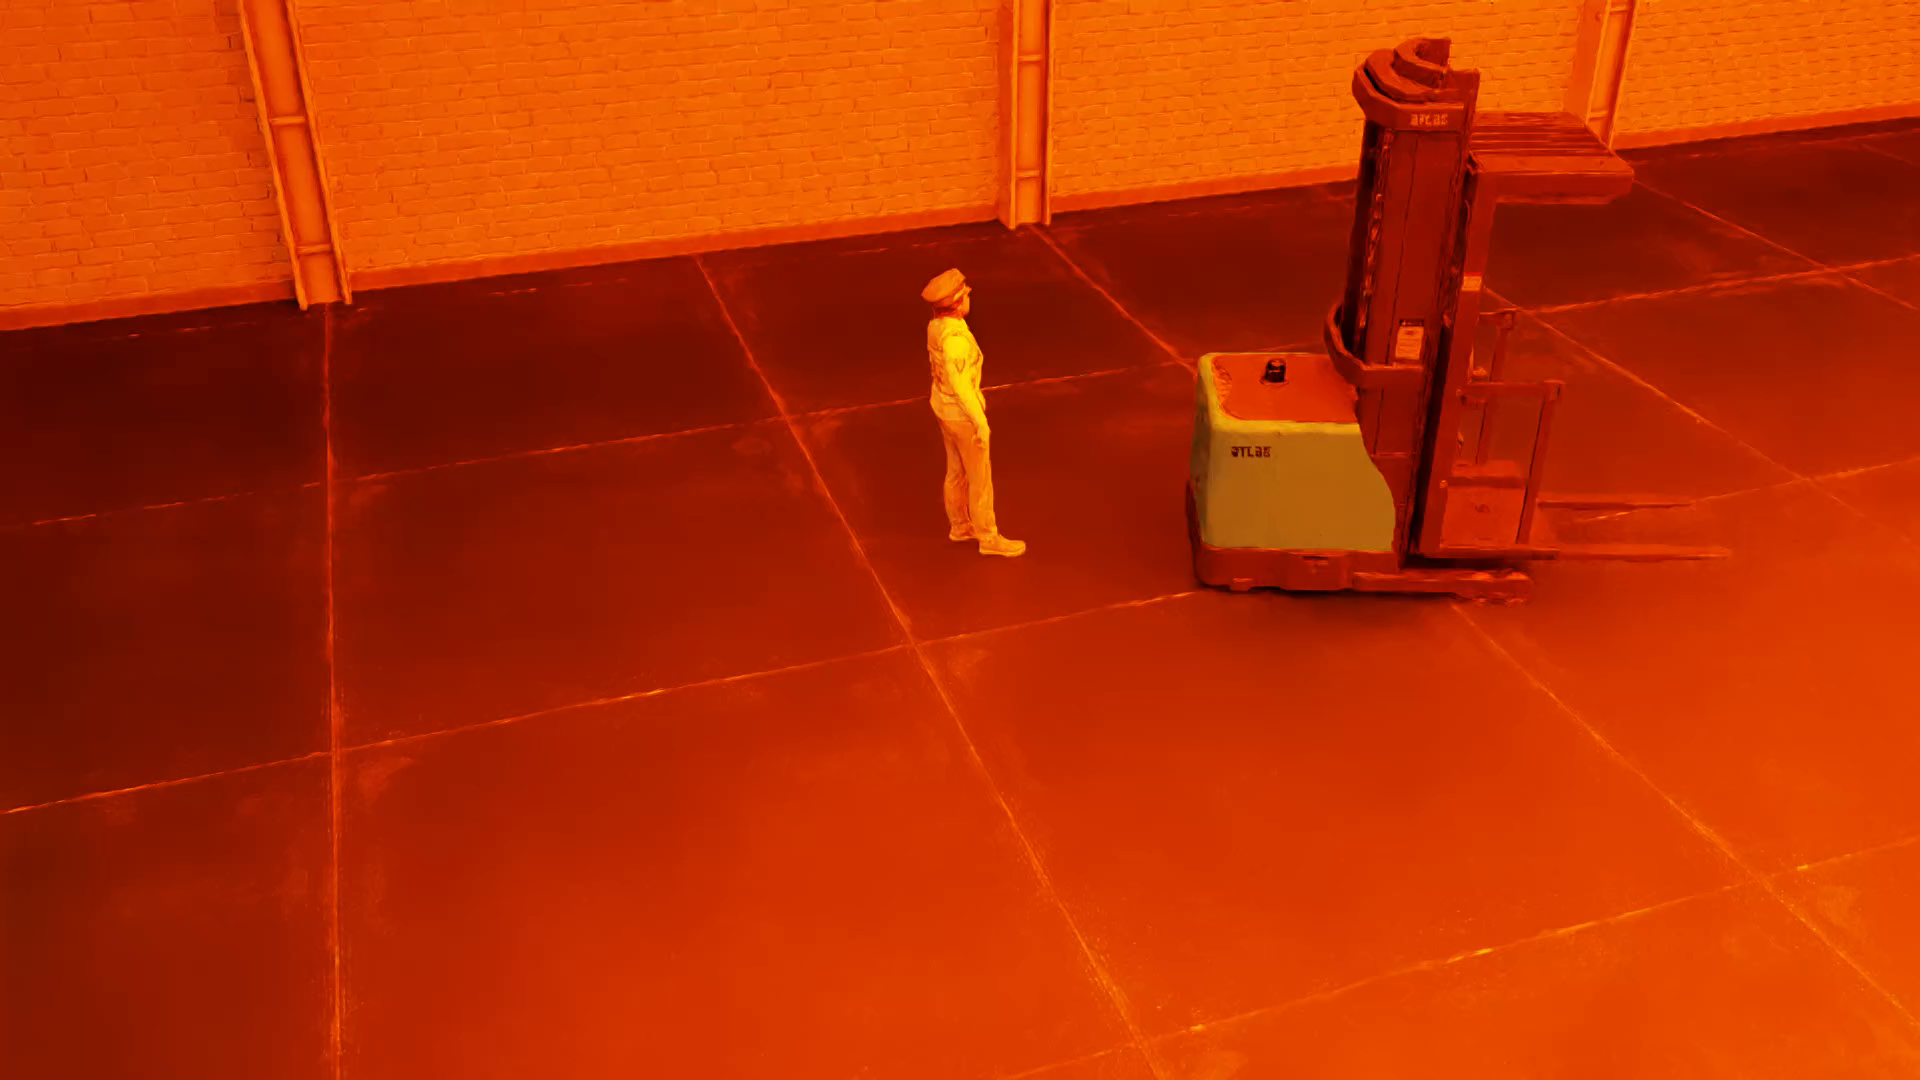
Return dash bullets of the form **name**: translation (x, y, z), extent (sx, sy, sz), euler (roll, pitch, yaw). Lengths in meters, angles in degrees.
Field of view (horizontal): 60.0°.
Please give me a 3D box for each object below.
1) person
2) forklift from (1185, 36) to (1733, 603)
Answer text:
- **person**: translation (0.066, -0.749, 9.613), extent (0.533, 1.695, 0.586), euler (-10, 31, -16)
- **forklift**: translation (2.884, -1.188, 9.151), extent (3.031, 2.935, 1.130), euler (1, 30, 2)
